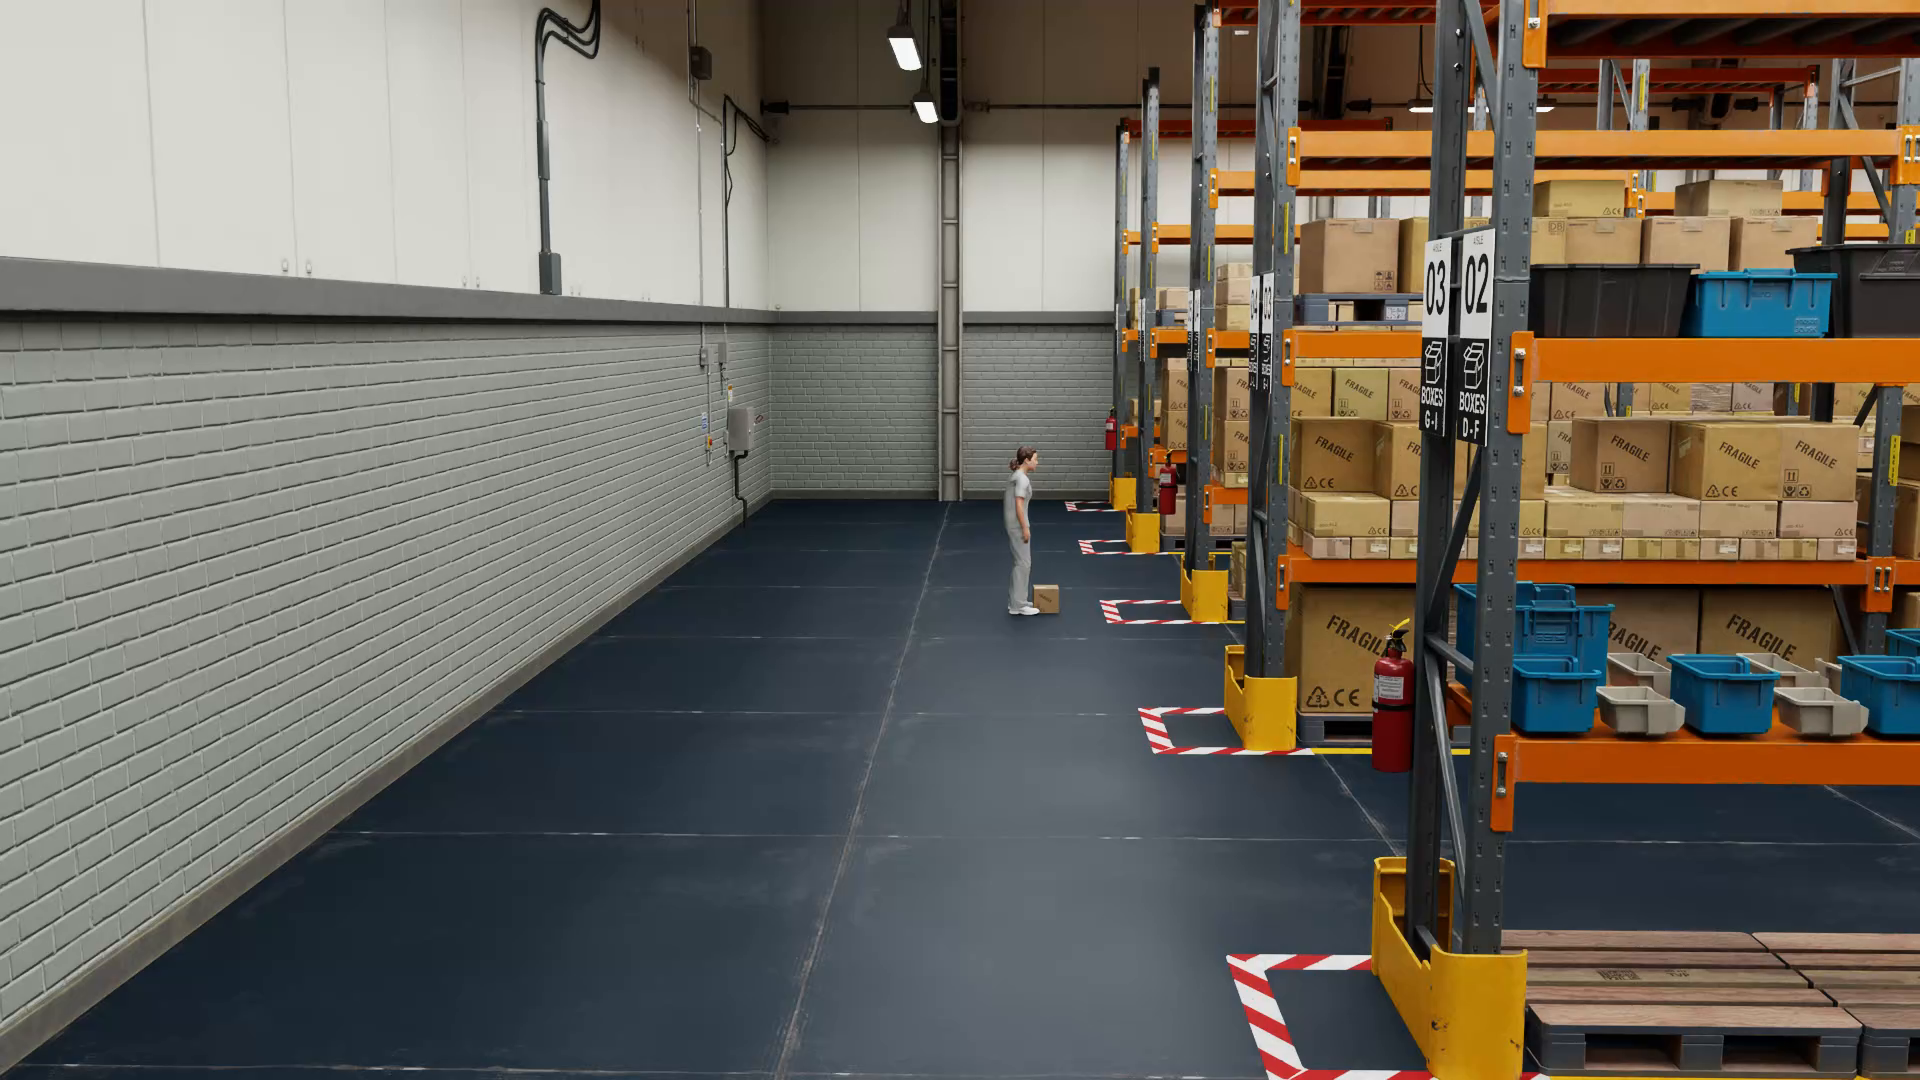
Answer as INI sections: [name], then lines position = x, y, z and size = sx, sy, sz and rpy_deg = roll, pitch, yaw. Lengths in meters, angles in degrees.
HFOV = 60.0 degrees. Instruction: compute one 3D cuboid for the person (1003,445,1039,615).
[person]
position = 0.614, -0.110, 16.644
size = 0.361, 1.671, 0.513
rpy_deg = 0, 7, -2
